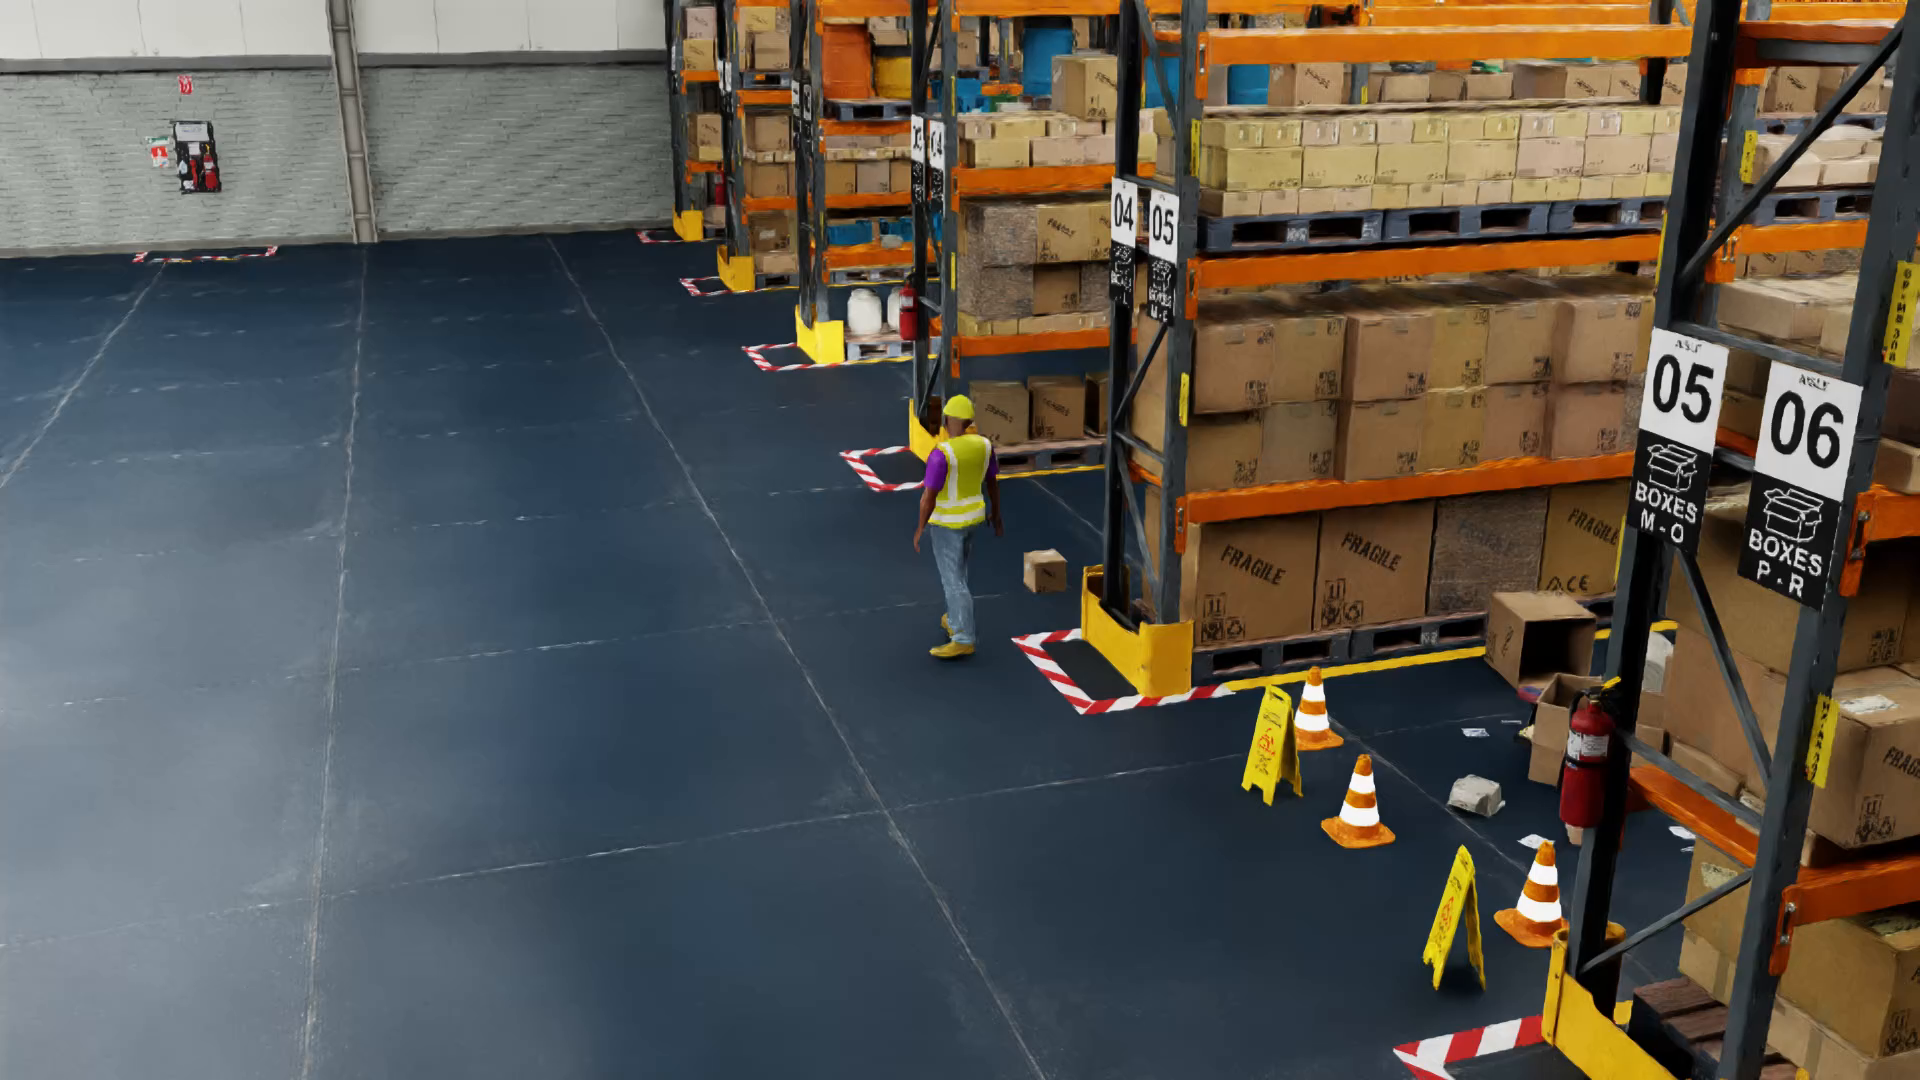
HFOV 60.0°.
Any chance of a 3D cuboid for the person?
[{"bbox_3d":[-0.031,-0.126,11.401,0.599,1.763,0.757,16,25,39],"label":"person"}]
